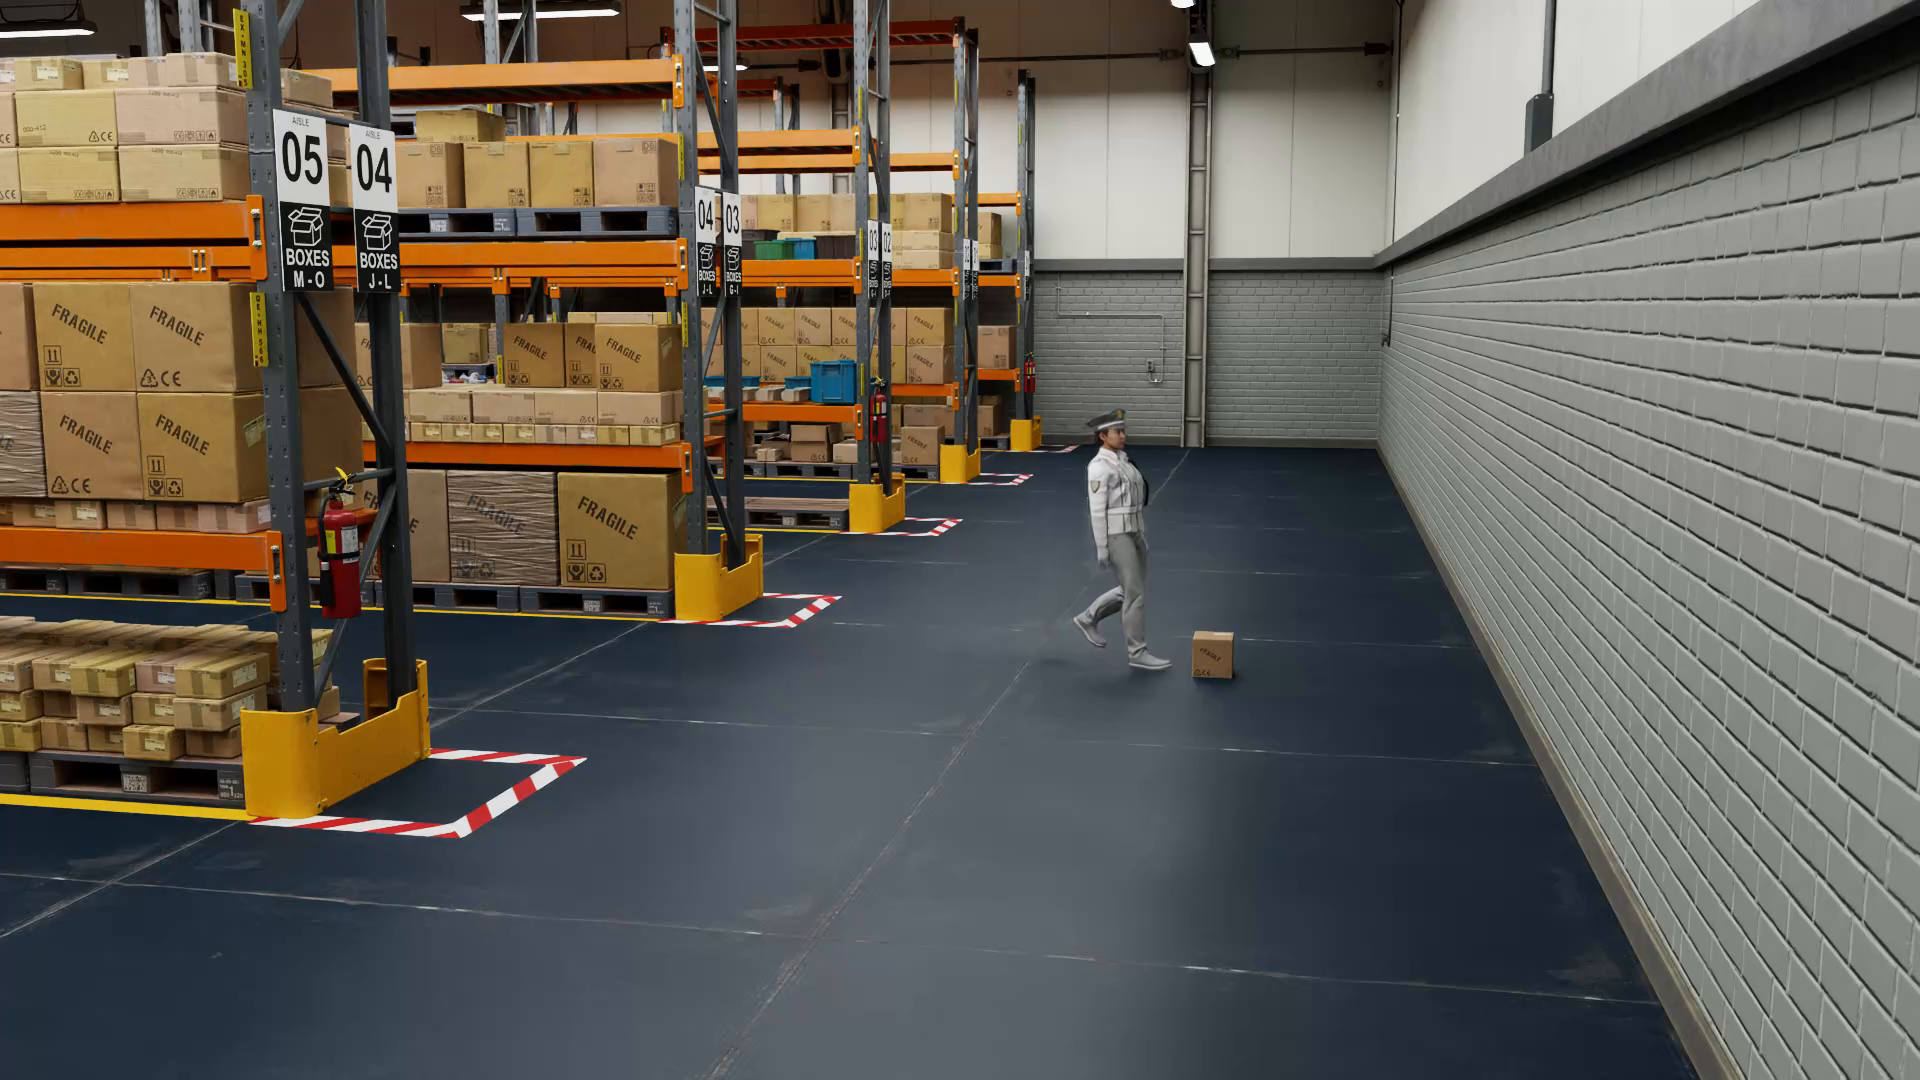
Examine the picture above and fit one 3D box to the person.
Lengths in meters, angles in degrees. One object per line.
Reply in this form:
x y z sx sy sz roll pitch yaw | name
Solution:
1.049 -0.022 10.767 0.760 1.661 0.488 4 9 24 | person
